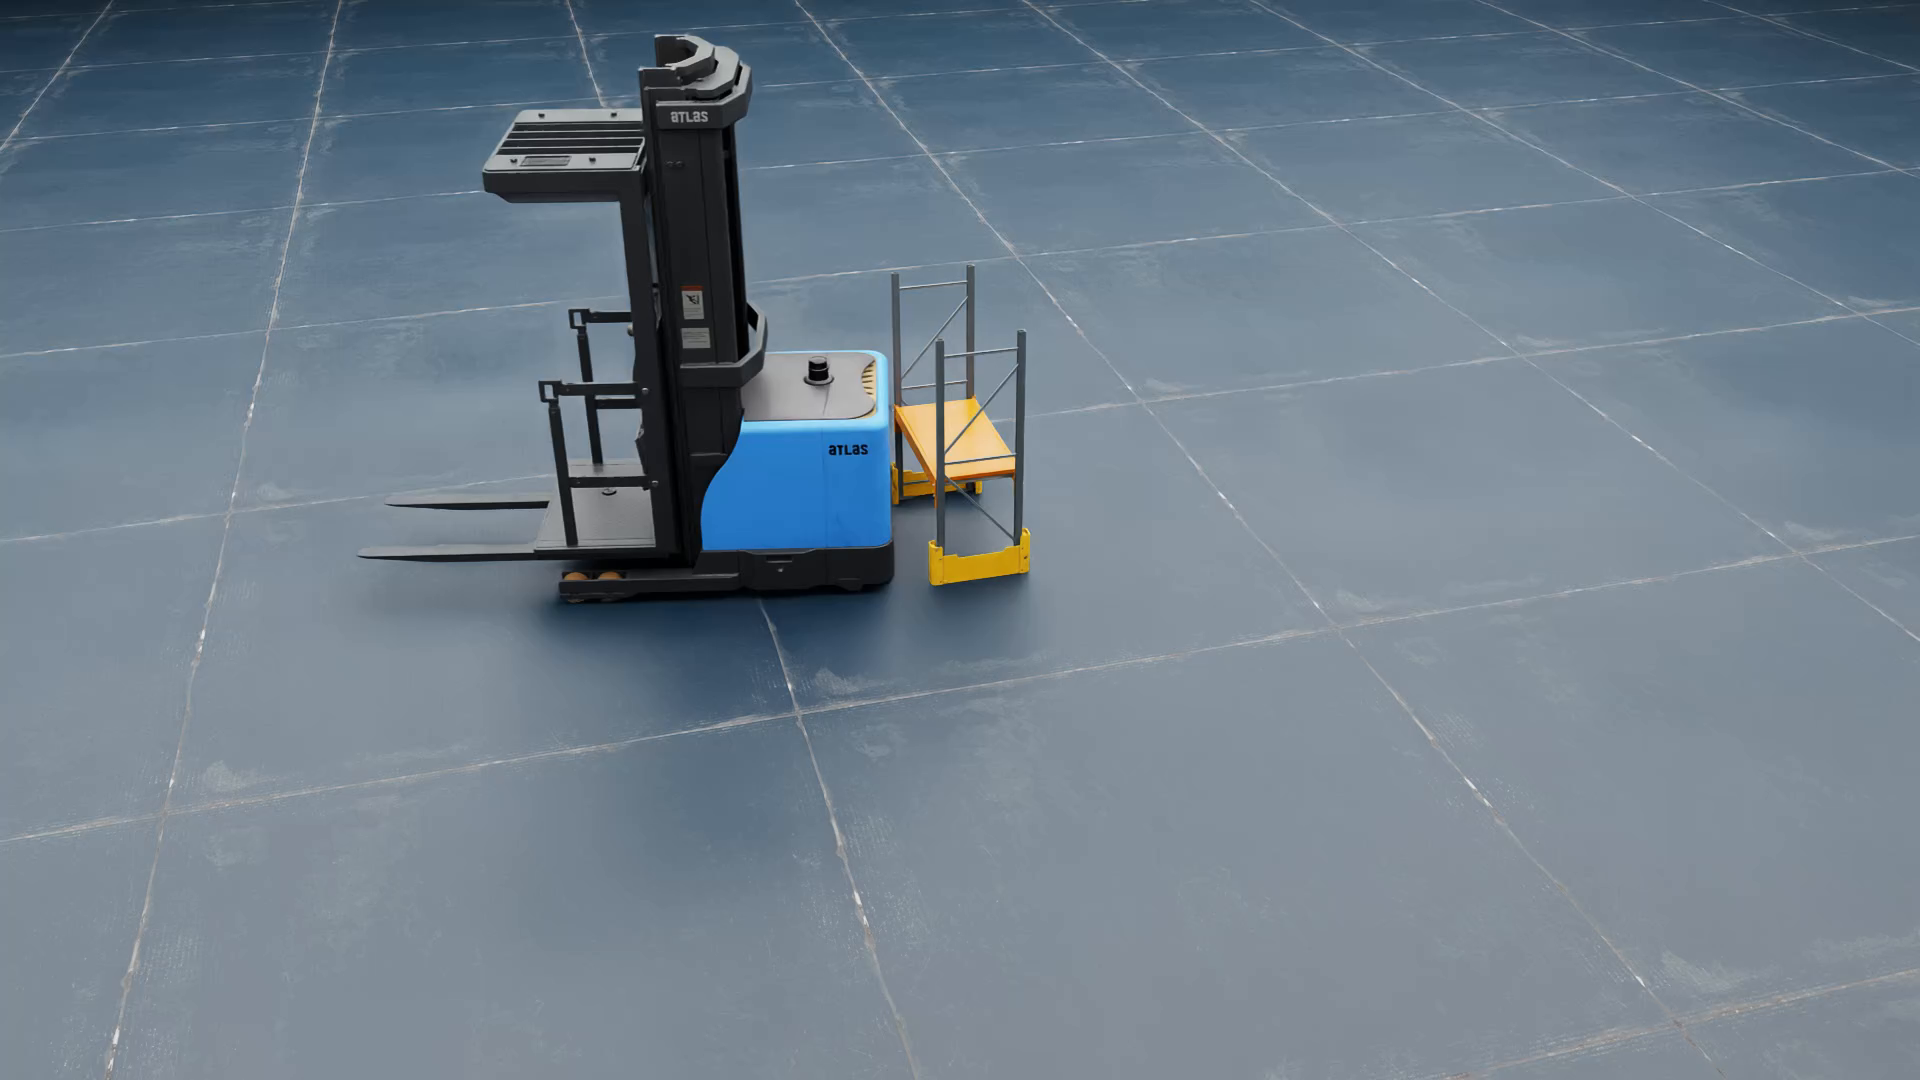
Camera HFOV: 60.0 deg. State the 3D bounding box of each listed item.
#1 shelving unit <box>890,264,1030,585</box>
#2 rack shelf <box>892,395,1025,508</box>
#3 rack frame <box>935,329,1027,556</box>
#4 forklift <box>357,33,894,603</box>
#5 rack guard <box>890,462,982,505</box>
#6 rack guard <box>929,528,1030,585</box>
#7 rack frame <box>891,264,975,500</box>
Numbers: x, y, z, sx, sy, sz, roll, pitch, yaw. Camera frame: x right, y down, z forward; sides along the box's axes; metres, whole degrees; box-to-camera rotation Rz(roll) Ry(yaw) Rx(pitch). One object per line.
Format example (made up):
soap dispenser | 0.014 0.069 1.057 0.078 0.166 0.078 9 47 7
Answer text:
shelving unit | -0.020 -0.686 9.669 0.587 1.500 1.083 -8 31 -13
rack shelf | -0.023 -0.535 9.767 0.538 0.185 1.000 -8 31 -13
rack frame | 0.112 -0.445 9.252 0.500 1.500 0.032 -8 31 -13
forklift | -1.908 -1.188 9.107 3.031 2.935 1.130 -1 30 -2
rack guard | -0.152 -0.386 10.398 0.587 0.250 0.087 -8 31 -13
rack guard | 0.112 0.096 9.567 0.587 0.250 0.087 -8 31 -13
rack frame | -0.158 -0.936 10.101 0.500 1.500 0.032 -8 31 -13
